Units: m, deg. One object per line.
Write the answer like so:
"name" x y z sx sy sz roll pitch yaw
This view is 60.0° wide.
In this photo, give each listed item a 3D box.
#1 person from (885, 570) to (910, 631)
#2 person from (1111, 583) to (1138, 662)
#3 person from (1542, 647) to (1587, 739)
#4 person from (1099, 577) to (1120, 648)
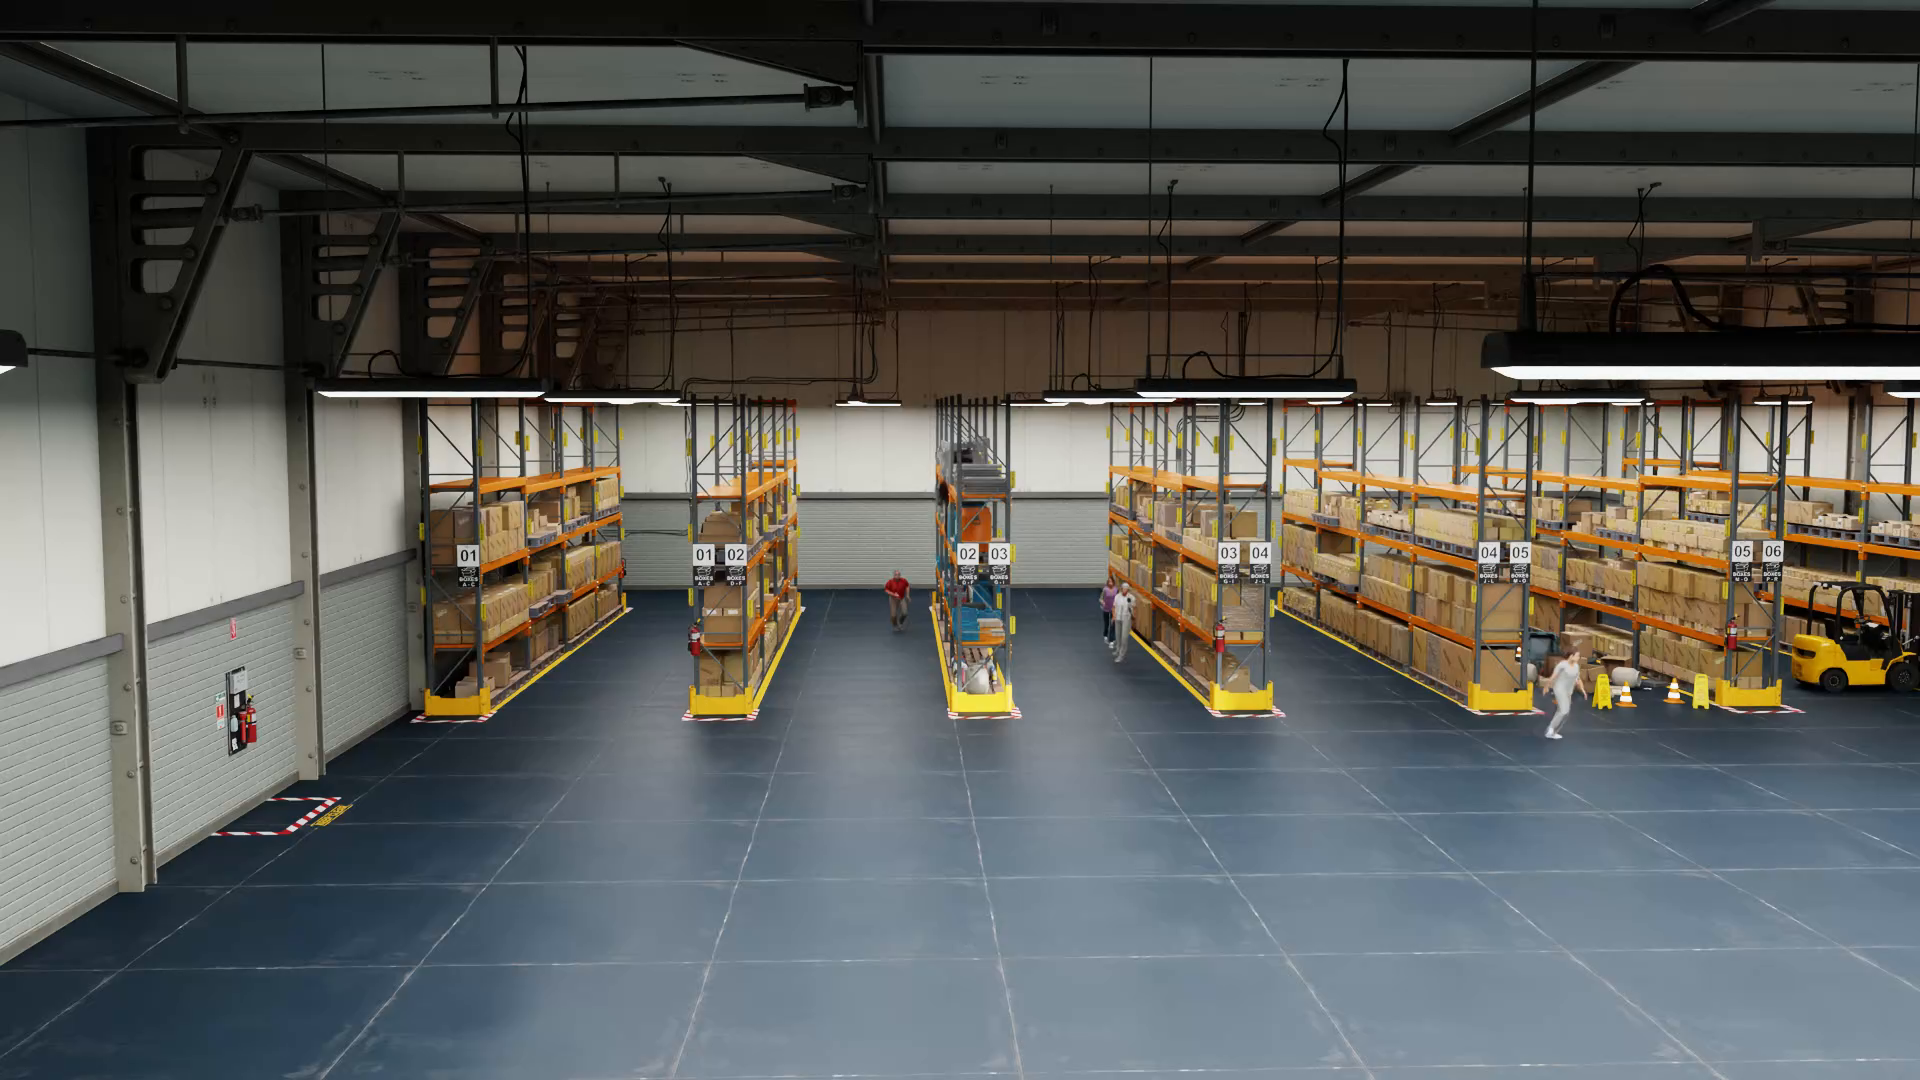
"person" -1.592 1.565 42.614 0.670 1.612 0.845 -1 5 -10
"person" 3.559 1.776 36.239 0.577 1.699 0.652 2 5 26
"person" 10.456 2.647 28.749 0.562 1.629 0.617 -3 5 -30
"person" 3.460 1.643 38.282 0.523 1.605 0.771 0 5 -3
